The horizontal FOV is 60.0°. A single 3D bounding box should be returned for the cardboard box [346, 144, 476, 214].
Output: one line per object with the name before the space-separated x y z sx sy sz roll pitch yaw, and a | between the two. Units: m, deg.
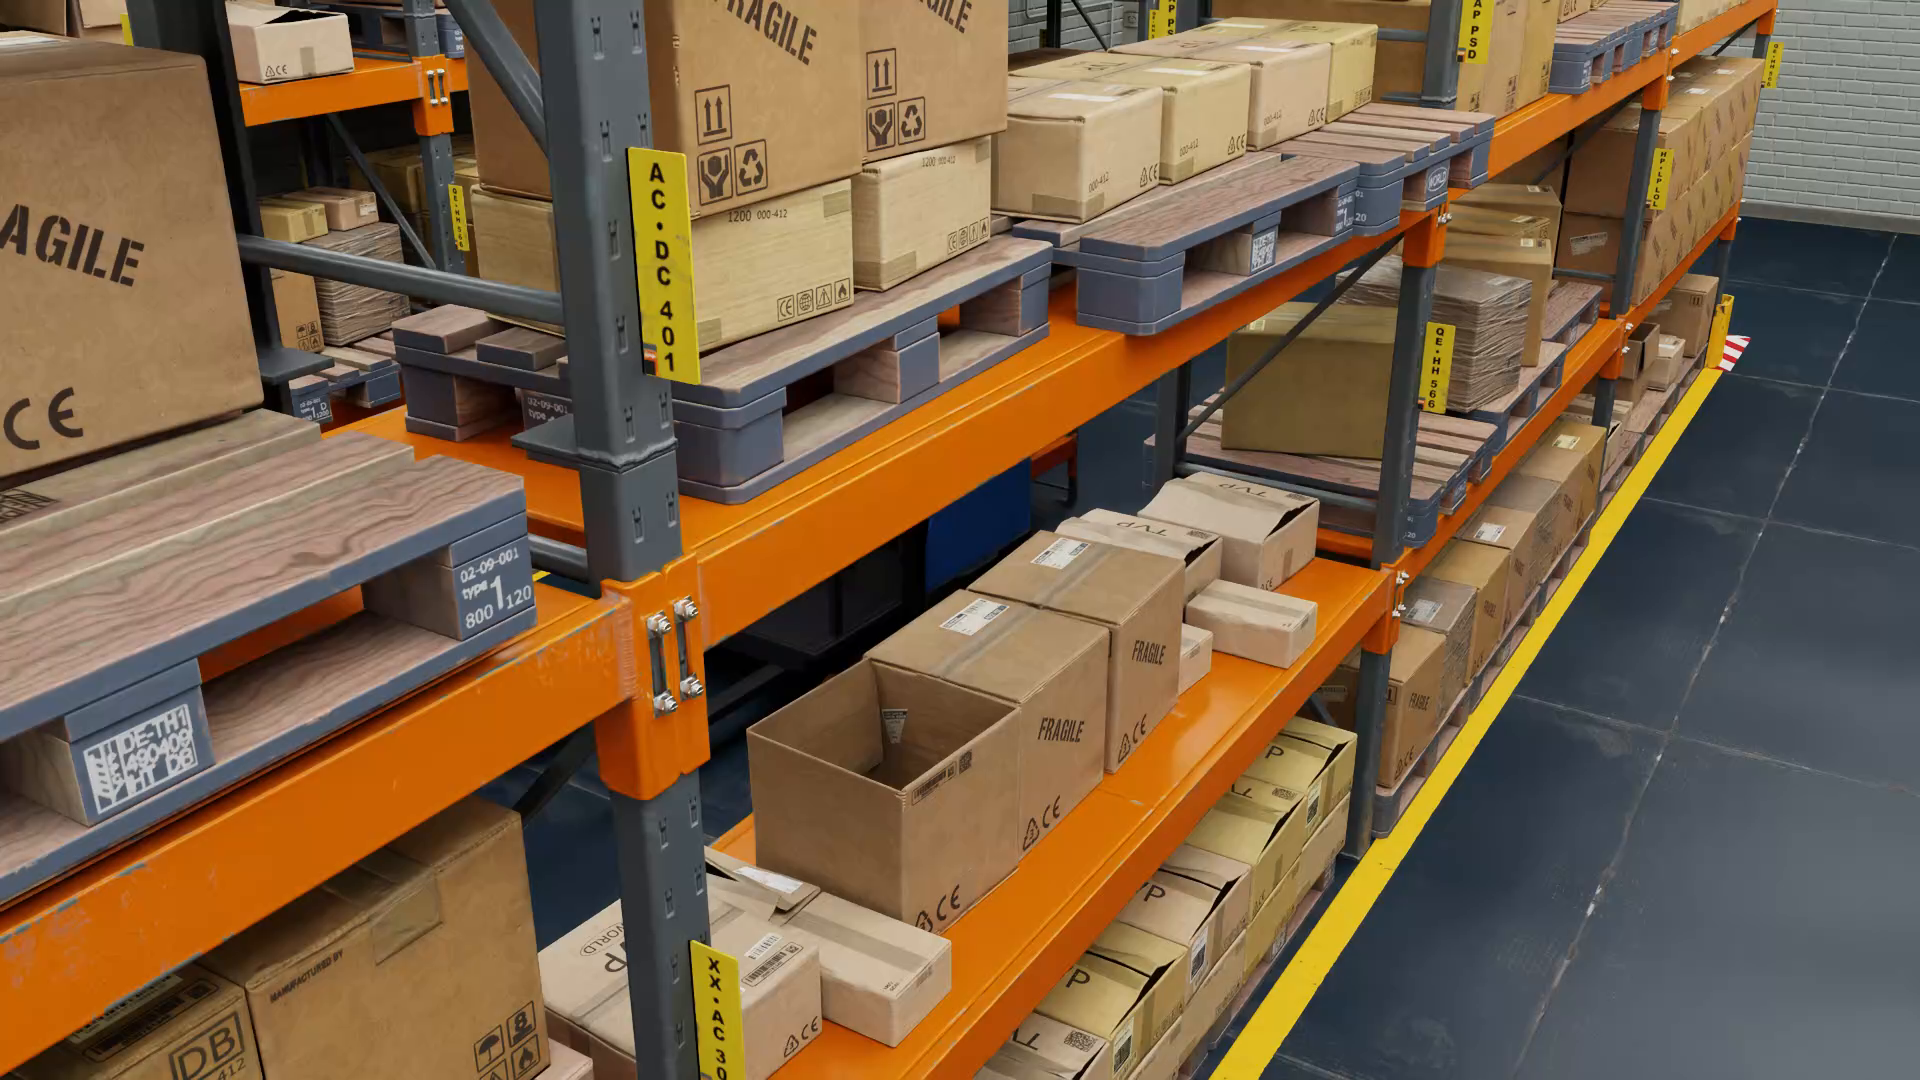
cardboard box | -2.967 -1.976 9.069 0.500 0.250 0.500 15 27 30

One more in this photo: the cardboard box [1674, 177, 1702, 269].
cardboard box | 4.368 -2.049 10.580 0.500 0.500 0.500 14 27 29

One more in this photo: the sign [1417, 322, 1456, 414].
sign | 1.698 -0.612 5.930 0.100 0.325 0.005 14 27 29

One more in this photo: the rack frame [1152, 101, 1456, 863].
rack frame | 1.225 -0.196 6.427 1.000 3.000 0.127 14 27 29

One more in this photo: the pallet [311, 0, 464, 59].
pallet | -2.691 -2.751 8.791 1.213 0.211 1.003 15 28 31

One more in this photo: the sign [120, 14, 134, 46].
sign | -1.351 -0.714 2.802 0.100 0.325 0.005 14 27 29

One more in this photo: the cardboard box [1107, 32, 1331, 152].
cardboard box | 0.772 -1.351 4.979 0.500 0.250 0.500 15 27 30

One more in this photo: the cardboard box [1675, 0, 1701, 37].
cardboard box | 3.802 -2.966 9.238 0.500 0.250 0.500 14 27 29

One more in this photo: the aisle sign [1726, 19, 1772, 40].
aisle sign | 5.741 -4.048 12.052 0.394 0.787 0.004 14 27 29

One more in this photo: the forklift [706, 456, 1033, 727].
forklift | -0.841 -0.765 7.828 1.130 2.935 3.031 15 28 31

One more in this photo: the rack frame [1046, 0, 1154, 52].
rack frame | 1.234 -3.933 15.059 1.000 3.000 0.127 14 27 29

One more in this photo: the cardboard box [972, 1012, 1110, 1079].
cardboard box | 0.085 1.536 4.653 0.500 0.311 0.500 13 27 27

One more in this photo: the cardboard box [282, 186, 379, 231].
cardboard box | -3.142 -1.655 8.302 0.380 0.149 0.250 10 25 22

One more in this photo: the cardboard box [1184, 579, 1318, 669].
cardboard box | 0.985 0.281 5.642 0.380 0.149 0.250 14 27 29

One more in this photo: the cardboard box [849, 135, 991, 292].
cardboard box | -0.265 -0.738 3.564 0.500 0.250 0.500 11 26 24

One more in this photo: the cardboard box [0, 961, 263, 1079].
cardboard box | -1.379 0.835 2.287 0.700 0.500 0.500 14 27 29

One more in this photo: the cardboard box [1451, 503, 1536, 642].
cardboard box | 2.519 0.132 8.261 0.500 0.500 0.500 13 27 27

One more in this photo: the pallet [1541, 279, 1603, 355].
pallet | 2.821 -1.211 9.013 1.003 0.211 1.213 14 27 29

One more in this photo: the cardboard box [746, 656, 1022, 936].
cardboard box | -0.188 0.675 4.290 0.500 0.500 0.500 16 28 33

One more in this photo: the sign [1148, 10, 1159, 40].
sign | 1.688 -4.454 14.508 0.100 0.325 0.005 14 27 29

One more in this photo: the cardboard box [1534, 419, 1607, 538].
cardboard box | 3.318 -0.374 9.431 0.500 0.500 0.500 14 27 29

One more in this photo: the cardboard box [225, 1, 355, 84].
cardboard box | -3.136 -2.278 7.547 0.500 0.311 0.500 14 27 29

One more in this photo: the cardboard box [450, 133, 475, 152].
cardboard box | -2.690 -2.150 9.471 0.500 0.250 0.500 13 27 27

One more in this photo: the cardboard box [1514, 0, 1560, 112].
cardboard box | 1.970 -2.120 6.970 0.910 0.500 0.500 14 27 29

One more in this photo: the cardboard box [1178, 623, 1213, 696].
cardboard box | 0.600 0.362 5.455 0.380 0.149 0.250 16 28 33

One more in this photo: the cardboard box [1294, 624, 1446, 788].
cardboard box | 1.708 0.656 7.052 0.500 0.500 0.500 15 28 31

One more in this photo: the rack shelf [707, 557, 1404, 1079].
rack shelf | 0.170 0.809 5.010 1.077 0.370 4.000 14 27 29

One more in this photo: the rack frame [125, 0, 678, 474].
rack frame | -0.885 -1.599 2.116 1.000 3.000 0.127 14 27 29

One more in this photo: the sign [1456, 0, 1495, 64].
sign | 1.692 -1.727 5.437 0.100 0.325 0.005 14 27 29

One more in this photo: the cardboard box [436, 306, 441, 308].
cardboard box | -2.615 -1.189 9.012 0.380 0.149 0.250 13 27 28

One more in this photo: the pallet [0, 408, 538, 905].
pallet | -1.313 0.112 2.052 1.003 0.211 1.213 14 27 29

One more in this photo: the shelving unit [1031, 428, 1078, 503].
shelving unit | 0.219 -0.636 9.804 0.538 1.125 1.048 15 28 31

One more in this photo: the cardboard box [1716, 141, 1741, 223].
cardboard box | 5.169 -2.558 11.757 0.500 0.500 0.500 14 27 29

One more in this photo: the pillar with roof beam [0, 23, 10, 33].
pillar with roof beam | -0.749 -2.826 4.951 9.100 9.000 0.400 14 27 29

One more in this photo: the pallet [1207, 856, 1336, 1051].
pallet | 0.758 1.354 6.358 1.003 0.211 1.213 14 27 29

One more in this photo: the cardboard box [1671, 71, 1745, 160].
cardboard box | 4.908 -2.846 11.164 0.500 0.500 0.500 15 27 30

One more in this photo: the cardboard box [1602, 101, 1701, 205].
cardboard box | 4.094 -2.325 9.960 0.500 0.500 0.500 13 27 27

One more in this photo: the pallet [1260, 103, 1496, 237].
pallet | 0.943 -1.238 5.296 1.213 0.211 1.003 15 28 31

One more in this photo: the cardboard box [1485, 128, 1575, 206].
cardboard box | 3.382 -2.276 9.846 0.500 0.500 0.500 14 27 29

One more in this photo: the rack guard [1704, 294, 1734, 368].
rack guard | 5.405 -1.723 13.101 1.175 0.500 0.348 14 27 29

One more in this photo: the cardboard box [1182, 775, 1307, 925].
cardboard box | 0.889 1.021 5.842 0.500 0.311 0.500 13 27 28

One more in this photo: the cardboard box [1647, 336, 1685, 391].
cardboard box | 4.841 -1.286 11.853 0.500 0.250 0.500 14 27 29

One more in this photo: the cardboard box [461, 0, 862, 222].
cardboard box | -0.526 -0.890 2.971 0.500 0.500 0.500 14 27 30

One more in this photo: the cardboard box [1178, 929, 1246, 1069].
cardboard box | 0.618 1.446 5.567 0.500 0.250 0.500 15 27 30

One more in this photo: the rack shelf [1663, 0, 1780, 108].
rack shelf | 4.390 -3.267 10.651 1.077 0.370 4.000 14 27 29

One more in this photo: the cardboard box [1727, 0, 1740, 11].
cardboard box | 4.595 -3.472 10.407 0.500 0.250 0.500 14 27 29

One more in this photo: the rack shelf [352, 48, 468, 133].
rack shelf | -1.931 -2.954 9.928 1.077 0.370 4.000 14 27 29

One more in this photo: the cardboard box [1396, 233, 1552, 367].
cardboard box | 2.455 -1.175 8.035 0.700 0.500 0.500 7 24 16

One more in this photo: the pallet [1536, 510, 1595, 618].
pallet | 2.938 0.016 9.447 1.003 0.211 1.213 14 27 29

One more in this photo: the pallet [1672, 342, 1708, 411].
pallet | 4.985 -1.321 12.537 1.003 0.211 1.213 14 27 29
